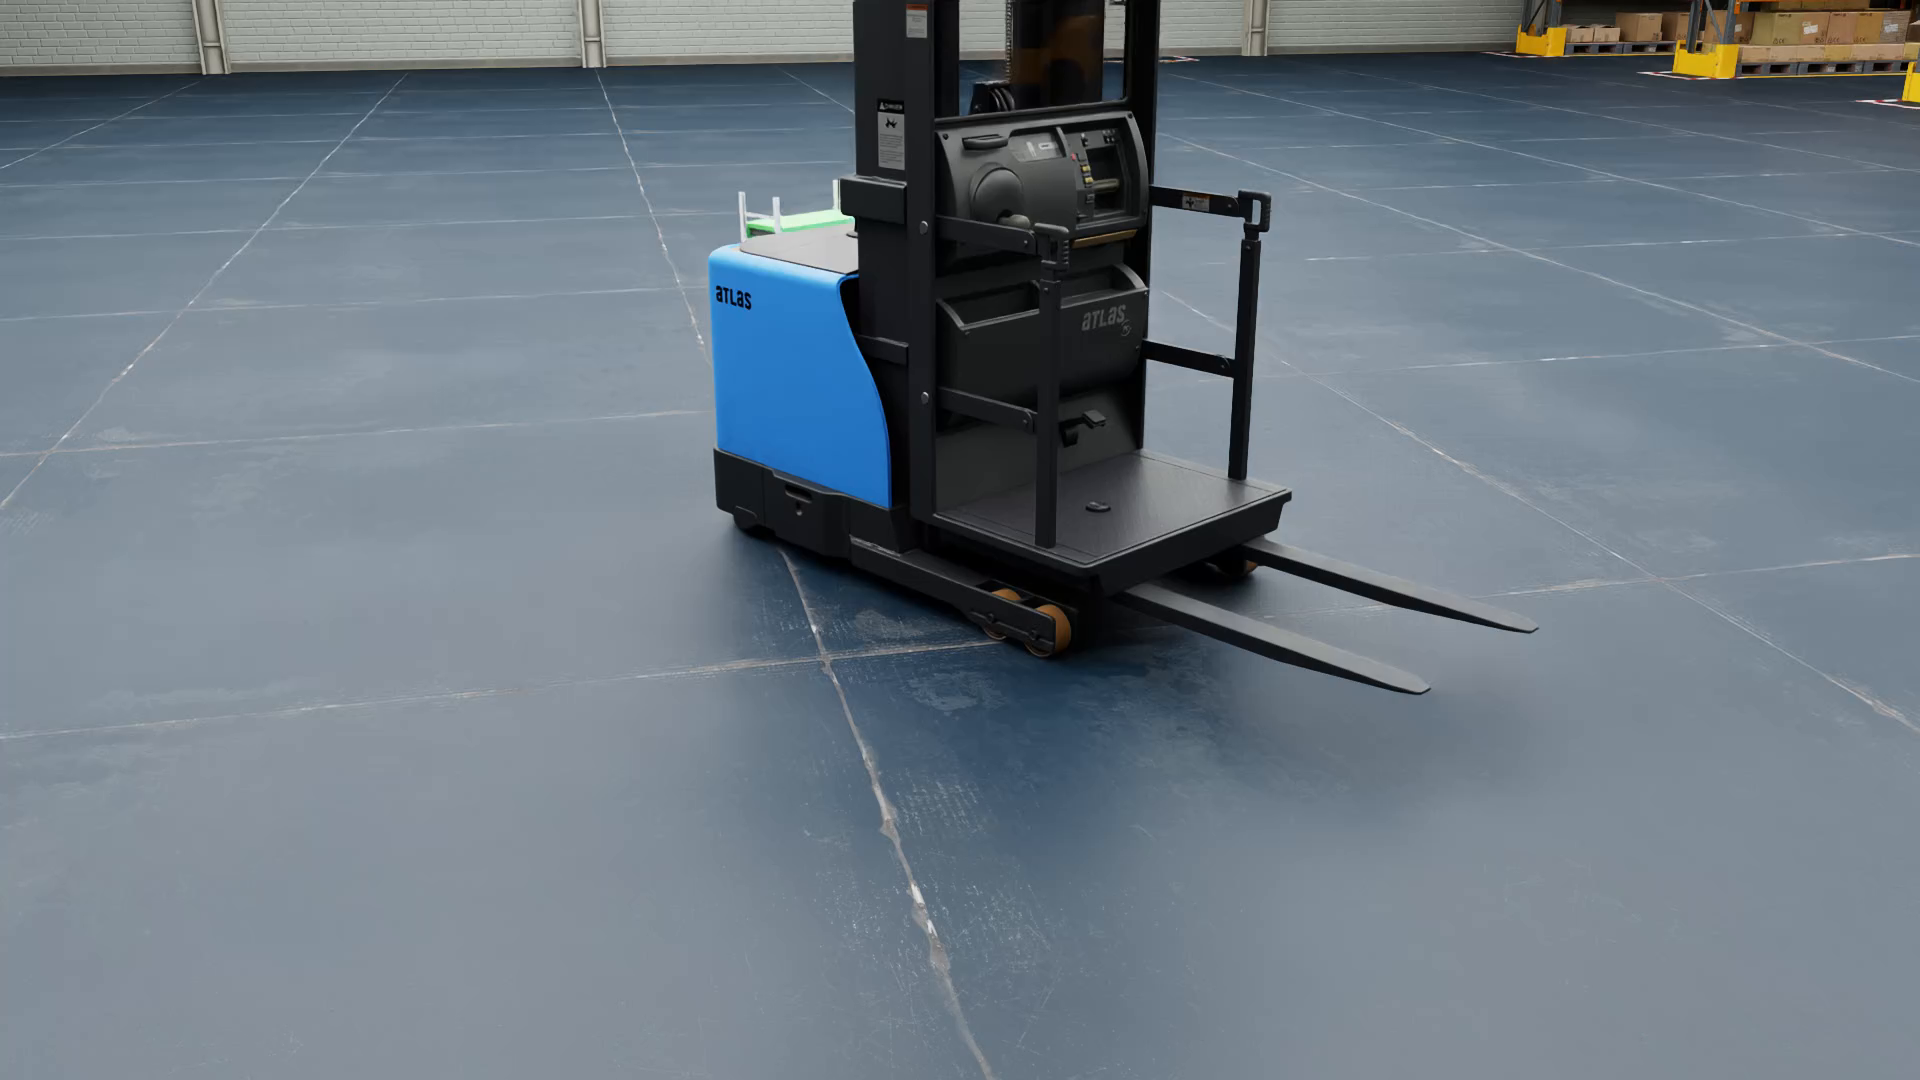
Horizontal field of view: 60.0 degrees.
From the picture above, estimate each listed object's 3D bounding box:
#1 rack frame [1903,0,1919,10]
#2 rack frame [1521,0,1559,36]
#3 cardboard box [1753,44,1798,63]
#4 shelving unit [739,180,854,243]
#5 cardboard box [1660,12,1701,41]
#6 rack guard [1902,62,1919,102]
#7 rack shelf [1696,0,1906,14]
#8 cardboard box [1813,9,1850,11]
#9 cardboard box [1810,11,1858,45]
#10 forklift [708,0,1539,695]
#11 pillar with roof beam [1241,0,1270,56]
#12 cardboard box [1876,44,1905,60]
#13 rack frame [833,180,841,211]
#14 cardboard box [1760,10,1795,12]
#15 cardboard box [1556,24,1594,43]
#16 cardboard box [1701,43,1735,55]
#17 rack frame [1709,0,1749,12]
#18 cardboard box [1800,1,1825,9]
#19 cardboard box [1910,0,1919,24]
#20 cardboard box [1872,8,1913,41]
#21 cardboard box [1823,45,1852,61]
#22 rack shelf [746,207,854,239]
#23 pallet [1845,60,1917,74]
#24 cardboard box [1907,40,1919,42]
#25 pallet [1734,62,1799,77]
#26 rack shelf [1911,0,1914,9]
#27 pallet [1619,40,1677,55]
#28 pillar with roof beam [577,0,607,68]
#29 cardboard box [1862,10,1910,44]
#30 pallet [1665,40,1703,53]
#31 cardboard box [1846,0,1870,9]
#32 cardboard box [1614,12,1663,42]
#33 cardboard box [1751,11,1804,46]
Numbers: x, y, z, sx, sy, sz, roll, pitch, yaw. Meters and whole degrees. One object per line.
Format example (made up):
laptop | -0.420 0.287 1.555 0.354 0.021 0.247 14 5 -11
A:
rack frame | 15.850 -9.199 27.066 0.127 3.000 1.000 -5 21 -12
rack frame | 10.813 -10.540 30.728 0.127 3.000 1.000 -5 21 -12
cardboard box | 13.016 -7.797 26.627 0.500 0.250 0.500 -5 21 -12
shelving unit | -0.606 -0.844 6.867 0.503 1.200 0.258 -18 26 -41
cardboard box | 13.705 -9.794 31.686 0.500 0.500 0.500 -6 21 -17
rack guard | 13.156 -6.072 22.164 0.348 0.500 1.175 -5 21 -12
rack shelf | 13.903 -8.703 26.758 4.000 0.370 1.077 -5 21 -12
cardboard box | 14.353 -8.446 27.308 0.500 0.500 0.500 -5 21 -12
cardboard box | 13.990 -8.227 26.708 0.500 0.500 0.500 -5 21 -12
forklift | 0.437 -1.202 5.335 1.130 2.935 3.031 -18 27 -41
pillar with roof beam | 6.447 -11.786 25.407 0.400 9.000 9.100 -5 21 -12
cardboard box | 14.960 -7.959 27.068 0.500 0.250 0.500 -5 21 -12
rack frame | -0.431 -0.902 7.027 0.015 1.200 0.240 -18 26 -41
cardboard box | 13.380 -8.367 27.091 0.500 0.500 0.500 -5 21 -12
cardboard box | 11.507 -9.509 31.182 0.500 0.311 0.500 -7 21 -19
cardboard box | 12.411 -7.930 26.989 0.500 0.250 0.500 -5 21 -12
rack frame | 14.706 -10.857 31.592 0.127 3.000 1.000 -5 21 -12
cardboard box | 16.352 -10.384 32.206 0.500 0.250 0.500 -5 21 -14
cardboard box | 19.344 -10.376 32.793 0.750 0.750 0.750 -5 21 -13
cardboard box | 15.326 -8.525 27.524 0.500 0.500 0.500 -5 21 -12
cardboard box | 13.990 -7.875 26.838 0.500 0.250 0.500 -5 21 -12
rack shelf | -0.611 -1.236 6.728 0.480 0.148 0.258 -18 26 -41
pallet | 15.066 -7.841 27.412 1.213 0.211 1.003 -5 21 -12
cardboard box | 16.186 -8.235 27.822 0.500 0.250 0.500 -5 21 -13
pallet | 12.691 -7.648 26.885 1.213 0.211 1.003 -5 21 -12
rack shelf | 17.796 -9.020 27.622 4.000 0.370 1.077 -5 21 -12
pallet | 12.871 -9.385 31.627 1.213 0.211 1.003 -5 21 -12
pillar with roof beam | -5.231 -10.837 22.815 0.400 9.000 9.100 -5 21 -12
cardboard box | 14.959 -8.312 26.941 0.500 0.500 0.500 -5 21 -12
pallet | 14.061 -9.483 31.894 1.213 0.211 1.003 -5 21 -12
cardboard box | 17.341 -10.460 32.413 0.500 0.250 0.500 -4 21 -11
cardboard box | 12.788 -9.684 31.385 0.500 0.500 0.700 -6 21 -16
cardboard box | 13.016 -8.149 26.496 0.500 0.500 0.500 -5 21 -12
